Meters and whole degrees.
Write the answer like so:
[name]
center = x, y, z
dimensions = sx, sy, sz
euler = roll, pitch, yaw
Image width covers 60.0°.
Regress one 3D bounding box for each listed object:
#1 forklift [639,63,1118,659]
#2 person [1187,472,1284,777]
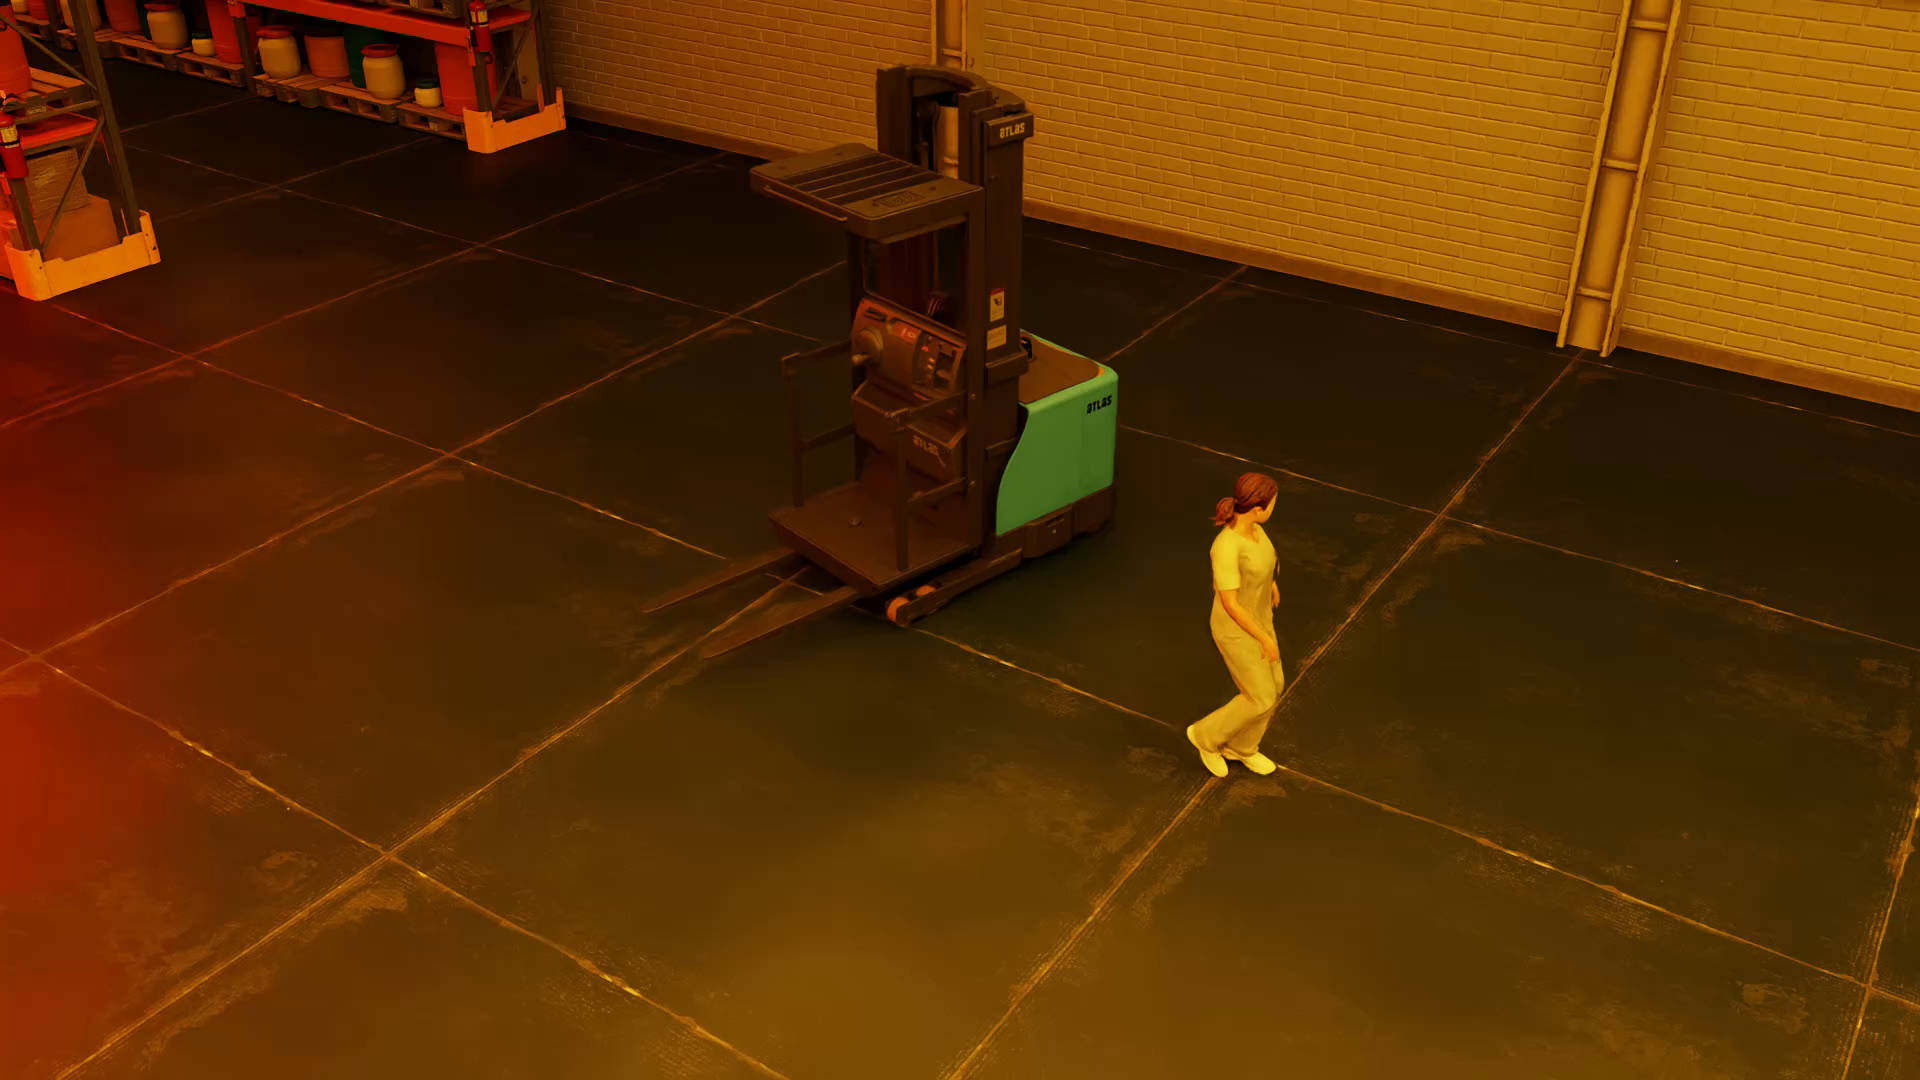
[forklift]
center = -0.457, -1.064, 9.414
dimensions = 3.031, 2.935, 1.130
euler = -24, 38, -35
[person]
center = 1.438, 0.406, 8.172
dimensions = 0.462, 1.645, 0.667
euler = 19, 35, 29
